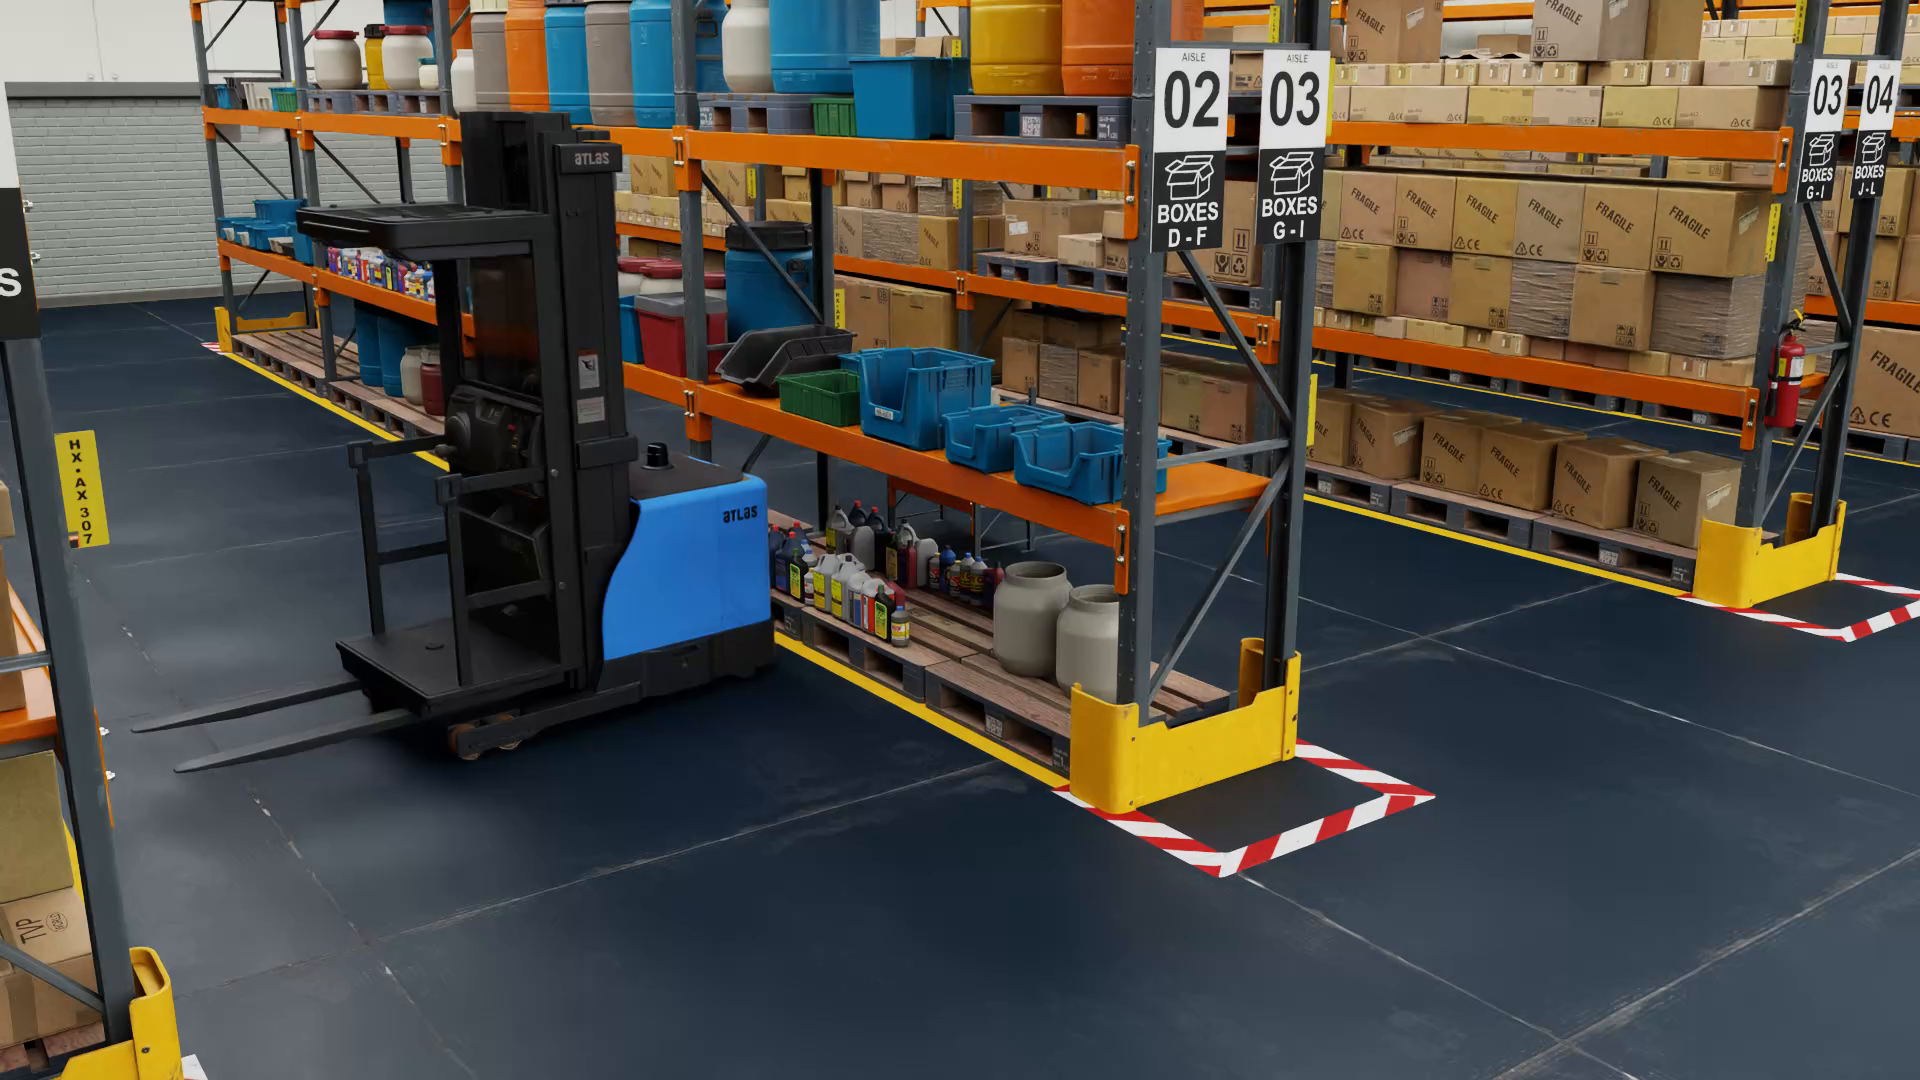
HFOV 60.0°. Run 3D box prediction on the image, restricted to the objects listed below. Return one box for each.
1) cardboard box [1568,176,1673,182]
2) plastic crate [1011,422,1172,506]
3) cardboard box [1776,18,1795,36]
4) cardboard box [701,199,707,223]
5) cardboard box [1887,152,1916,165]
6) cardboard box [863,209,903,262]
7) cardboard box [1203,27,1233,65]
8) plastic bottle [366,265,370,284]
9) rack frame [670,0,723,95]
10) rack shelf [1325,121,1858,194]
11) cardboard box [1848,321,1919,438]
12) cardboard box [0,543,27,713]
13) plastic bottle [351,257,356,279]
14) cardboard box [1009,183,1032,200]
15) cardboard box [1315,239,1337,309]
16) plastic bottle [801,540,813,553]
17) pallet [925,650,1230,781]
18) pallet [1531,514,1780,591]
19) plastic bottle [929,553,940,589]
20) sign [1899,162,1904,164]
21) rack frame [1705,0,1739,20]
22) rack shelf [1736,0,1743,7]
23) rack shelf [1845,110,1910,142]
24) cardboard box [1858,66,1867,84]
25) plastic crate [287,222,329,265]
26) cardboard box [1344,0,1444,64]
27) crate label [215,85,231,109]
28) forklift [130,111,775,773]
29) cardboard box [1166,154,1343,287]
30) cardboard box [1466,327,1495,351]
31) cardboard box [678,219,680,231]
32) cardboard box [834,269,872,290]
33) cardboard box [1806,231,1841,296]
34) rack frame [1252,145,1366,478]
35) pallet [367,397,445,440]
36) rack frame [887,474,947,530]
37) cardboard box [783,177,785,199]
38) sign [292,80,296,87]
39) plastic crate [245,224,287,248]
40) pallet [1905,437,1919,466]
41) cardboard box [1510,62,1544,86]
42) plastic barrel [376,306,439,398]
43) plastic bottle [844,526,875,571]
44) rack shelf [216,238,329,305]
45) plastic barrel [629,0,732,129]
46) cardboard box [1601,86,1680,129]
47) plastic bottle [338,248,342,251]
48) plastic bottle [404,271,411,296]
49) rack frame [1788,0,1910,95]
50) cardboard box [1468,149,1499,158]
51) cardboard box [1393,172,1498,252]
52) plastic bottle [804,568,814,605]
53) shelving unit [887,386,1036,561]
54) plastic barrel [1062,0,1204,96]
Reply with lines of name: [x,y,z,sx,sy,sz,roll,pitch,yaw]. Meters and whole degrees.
cardboard box: [4.441,-2.184,11.225,0.500,0.500,0.500,-11,19,-35]
plastic crate: [0.584,-0.355,7.474,0.499,0.251,0.616,-11,19,-35]
cardboard box: [7.235,-4.406,14.290,0.380,0.149,0.250,-11,19,-35]
cardboard box: [-3.007,-4.042,20.381,0.500,0.250,0.500,-10,18,-33]
cardboard box: [10.801,-4.390,19.157,0.380,0.149,0.250,-11,19,-35]
cardboard box: [-0.664,-3.177,17.311,0.500,0.500,0.500,-12,19,-36]
cardboard box: [2.024,-4.005,13.856,0.797,0.503,0.637,-10,18,-32]
plastic bottle: [-5.380,-2.449,15.216,0.097,0.201,0.097,0,15,0]
rack frame: [-1.231,-4.114,9.562,1.000,3.000,0.127,-11,19,-35]
rack shelf: [3.951,-2.662,11.302,1.077,0.370,4.000,-11,19,-35]
cardboard box: [8.227,-1.384,14.178,0.875,0.875,0.875,-11,19,-35]
cardboard box: [-3.152,0.252,4.786,0.700,0.500,0.500,-11,19,-35]
plastic bottle: [-5.653,-2.547,15.577,0.097,0.201,0.097,0,15,0]
cardboard box: [1.034,-4.915,23.098,0.500,0.500,0.500,-11,19,-35]
cardboard box: [2.990,-2.076,12.725,0.875,0.500,0.500,-11,19,-35]
plastic bottle: [-0.909,0.132,9.747,0.097,0.271,0.097,0,15,0]
pallet: [0.565,0.795,8.271,1.003,0.211,1.213,-11,19,-35]
pallet: [4.633,0.014,11.124,1.003,0.211,1.213,-11,19,-35]
plastic bottle: [-0.133,0.176,9.719,0.097,0.201,0.097,0,15,0]
sign: [10.344,-3.999,18.313,0.100,0.325,0.005,-11,19,-35]
rack frame: [6.847,-5.631,15.105,1.000,3.000,0.127,-11,19,-35]
rack shelf: [8.023,-4.664,13.693,1.077,0.370,4.000,-11,19,-35]
rack shelf: [9.615,-5.055,20.043,1.077,0.370,4.000,-11,19,-35]
cardboard box: [7.680,-3.859,13.802,0.380,0.149,0.250,-11,19,-34]
plastic crate: [-6.485,-2.997,16.761,0.392,0.384,0.575,-11,19,-35]
cardboard box: [3.246,-3.813,12.442,0.500,0.500,0.500,-12,19,-36]
crate label: [-8.006,-4.911,18.437,0.408,0.251,0.502,-11,19,-35]
forklift: [-2.432,-0.537,7.985,3.031,2.935,1.130,-13,20,-40]
cardboard box: [2.421,-2.673,13.728,1.000,1.000,1.000,-11,19,-34]
cardboard box: [3.735,-1.411,11.526,0.380,0.149,0.250,-11,19,-35]
cardboard box: [-3.278,-3.920,20.691,0.380,0.149,0.250,-10,18,-34]
cardboard box: [-1.010,-2.551,18.445,1.225,0.875,0.875,-12,19,-36]
cardboard box: [7.637,-2.486,14.692,0.875,0.550,0.550,-11,19,-35]
rack frame: [2.775,-1.990,13.163,1.000,3.000,0.127,-11,19,-35]
pallet: [-4.793,-1.152,15.386,1.003,0.211,1.213,-11,19,-35]
rack frame: [-0.303,-0.653,11.829,0.500,1.125,0.032,-11,19,-35]
cardboard box: [-2.003,-4.273,19.805,0.500,0.500,0.500,-11,19,-35]
sign: [-7.851,-5.268,19.659,0.100,0.325,0.005,-11,19,-35]
plastic crate: [-7.634,-3.346,18.324,0.416,0.233,0.300,-11,19,-35]
pallet: [8.665,-0.697,13.724,1.003,0.211,1.213,-11,19,-35]
cardboard box: [3.829,-3.058,10.913,0.380,0.149,0.250,-12,19,-37]
plastic barrel: [-5.212,-1.849,15.831,0.600,0.901,0.708,-11,19,-35]
plastic bottle: [-0.612,0.043,10.063,0.152,0.276,0.135,-11,19,-35]
rack shelf: [-7.111,-3.009,18.251,1.077,0.370,4.000,-11,19,-35]
plastic barrel: [-1.706,-2.984,10.166,0.600,0.901,0.708,-11,19,-35]
cardboard box: [4.342,-2.680,10.286,0.500,0.250,0.500,-11,19,-34]
plastic bottle: [-5.966,-2.771,16.112,0.144,0.351,0.185,-11,19,-35]
plastic bottle: [-4.755,-2.221,14.387,0.097,0.201,0.097,0,15,0]
rack frame: [5.127,-4.029,9.250,1.000,3.000,0.127,-11,19,-35]
cardboard box: [7.329,-5.198,22.801,0.500,0.500,0.500,-11,19,-34]
cardboard box: [3.423,-2.315,11.704,0.500,0.500,0.500,-11,19,-35]
plastic bottle: [-0.834,0.258,9.419,0.097,0.201,0.097,0,15,0]
shelving unit: [-0.004,-0.544,11.433,0.538,1.125,1.048,-11,19,-35]
plastic barrel: [0.732,-2.307,7.032,0.600,0.830,0.708,-11,19,-35]
